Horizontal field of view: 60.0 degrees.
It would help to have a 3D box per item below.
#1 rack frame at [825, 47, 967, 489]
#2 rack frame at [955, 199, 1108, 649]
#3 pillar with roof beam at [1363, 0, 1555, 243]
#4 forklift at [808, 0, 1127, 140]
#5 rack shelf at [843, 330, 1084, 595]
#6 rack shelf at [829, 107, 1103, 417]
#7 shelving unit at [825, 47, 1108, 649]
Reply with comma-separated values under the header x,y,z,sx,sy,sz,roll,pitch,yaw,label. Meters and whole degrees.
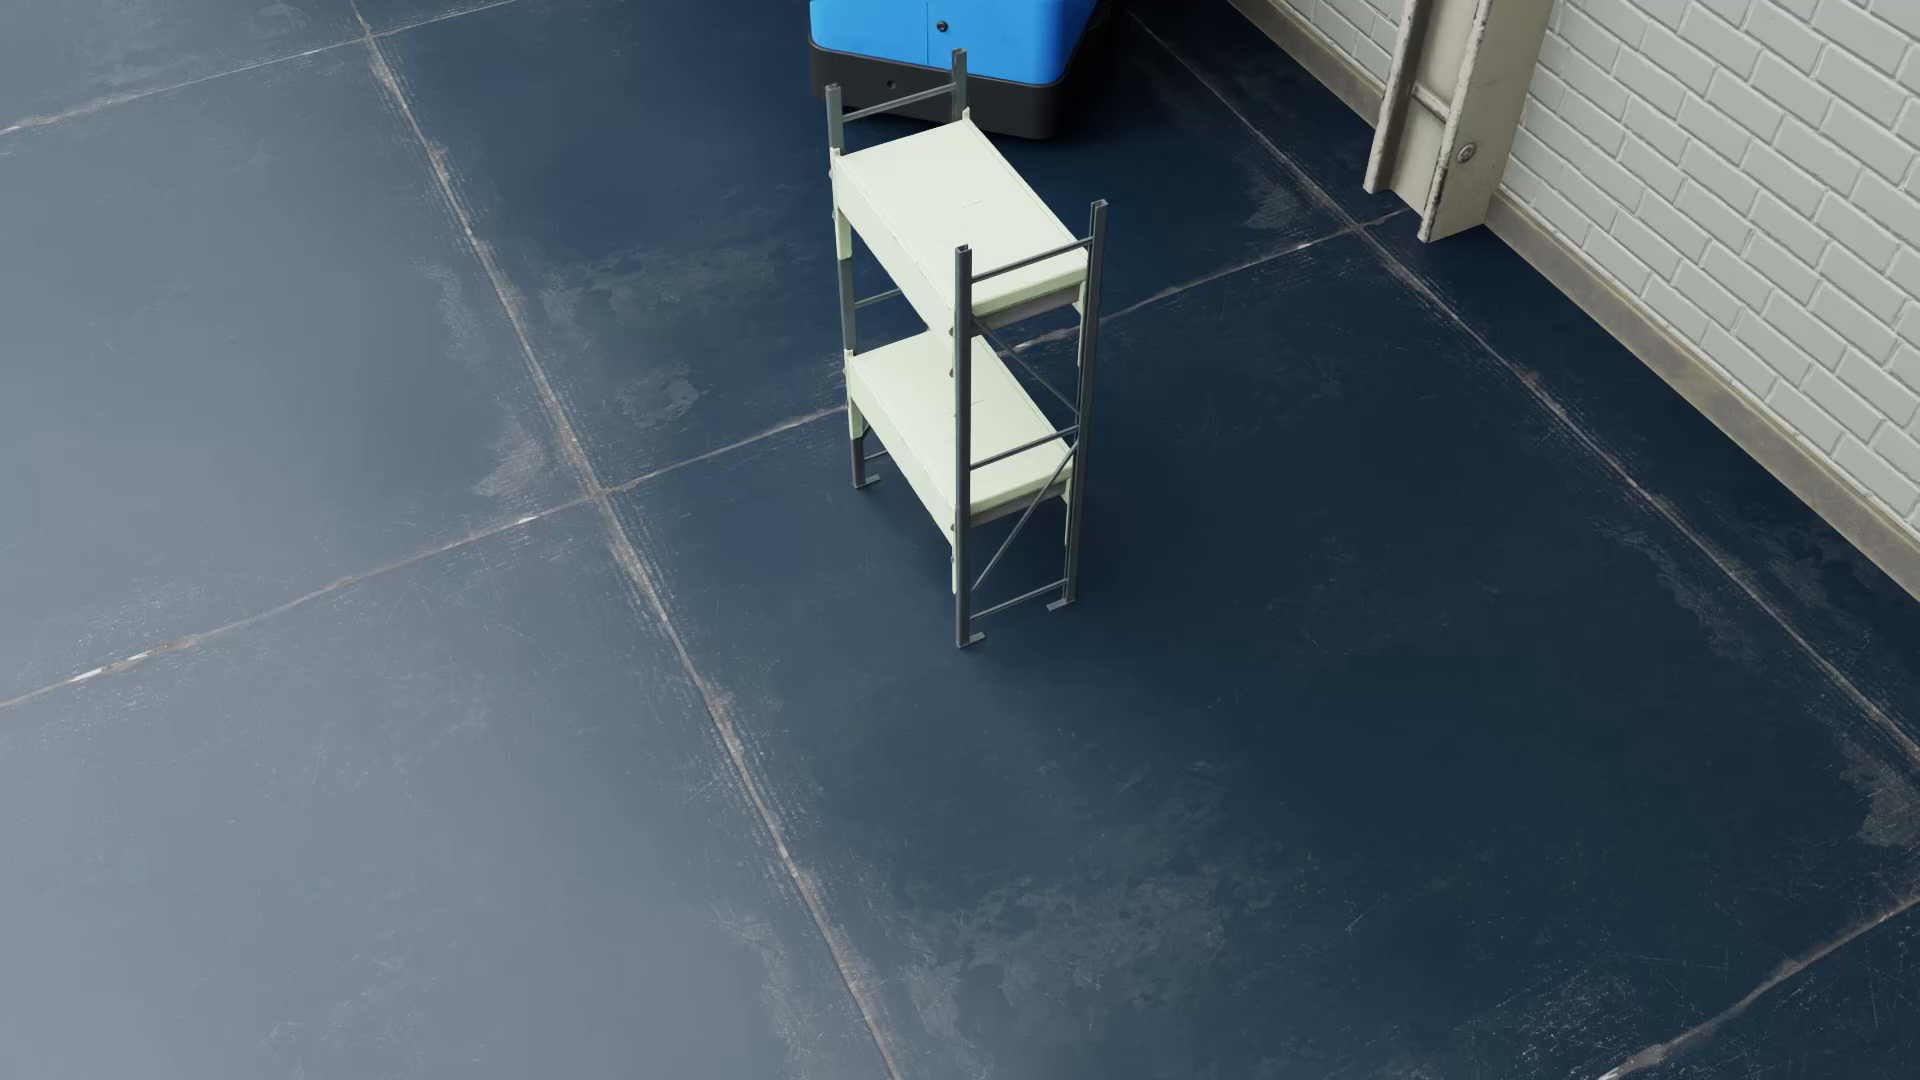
x,y,z,sx,sy,sz,roll,pitch,yaw,label
-0.164,-0.734,4.896,0.400,1.500,0.023,-21,52,-18,rack frame
0.171,-0.244,4.467,0.400,1.500,0.023,-21,52,-18,rack frame
-2.041,-2.773,1.697,9.100,9.000,0.400,-21,52,-18,pillar with roof beam
0.319,-3.675,6.517,1.130,2.935,3.031,13,50,11,forklift
0.003,-0.275,4.927,0.431,0.370,0.720,-21,52,-18,rack shelf
0.003,-0.746,4.388,0.431,0.370,0.720,-21,52,-18,rack shelf
0.003,-0.489,4.682,0.431,1.500,0.755,-21,52,-18,shelving unit
